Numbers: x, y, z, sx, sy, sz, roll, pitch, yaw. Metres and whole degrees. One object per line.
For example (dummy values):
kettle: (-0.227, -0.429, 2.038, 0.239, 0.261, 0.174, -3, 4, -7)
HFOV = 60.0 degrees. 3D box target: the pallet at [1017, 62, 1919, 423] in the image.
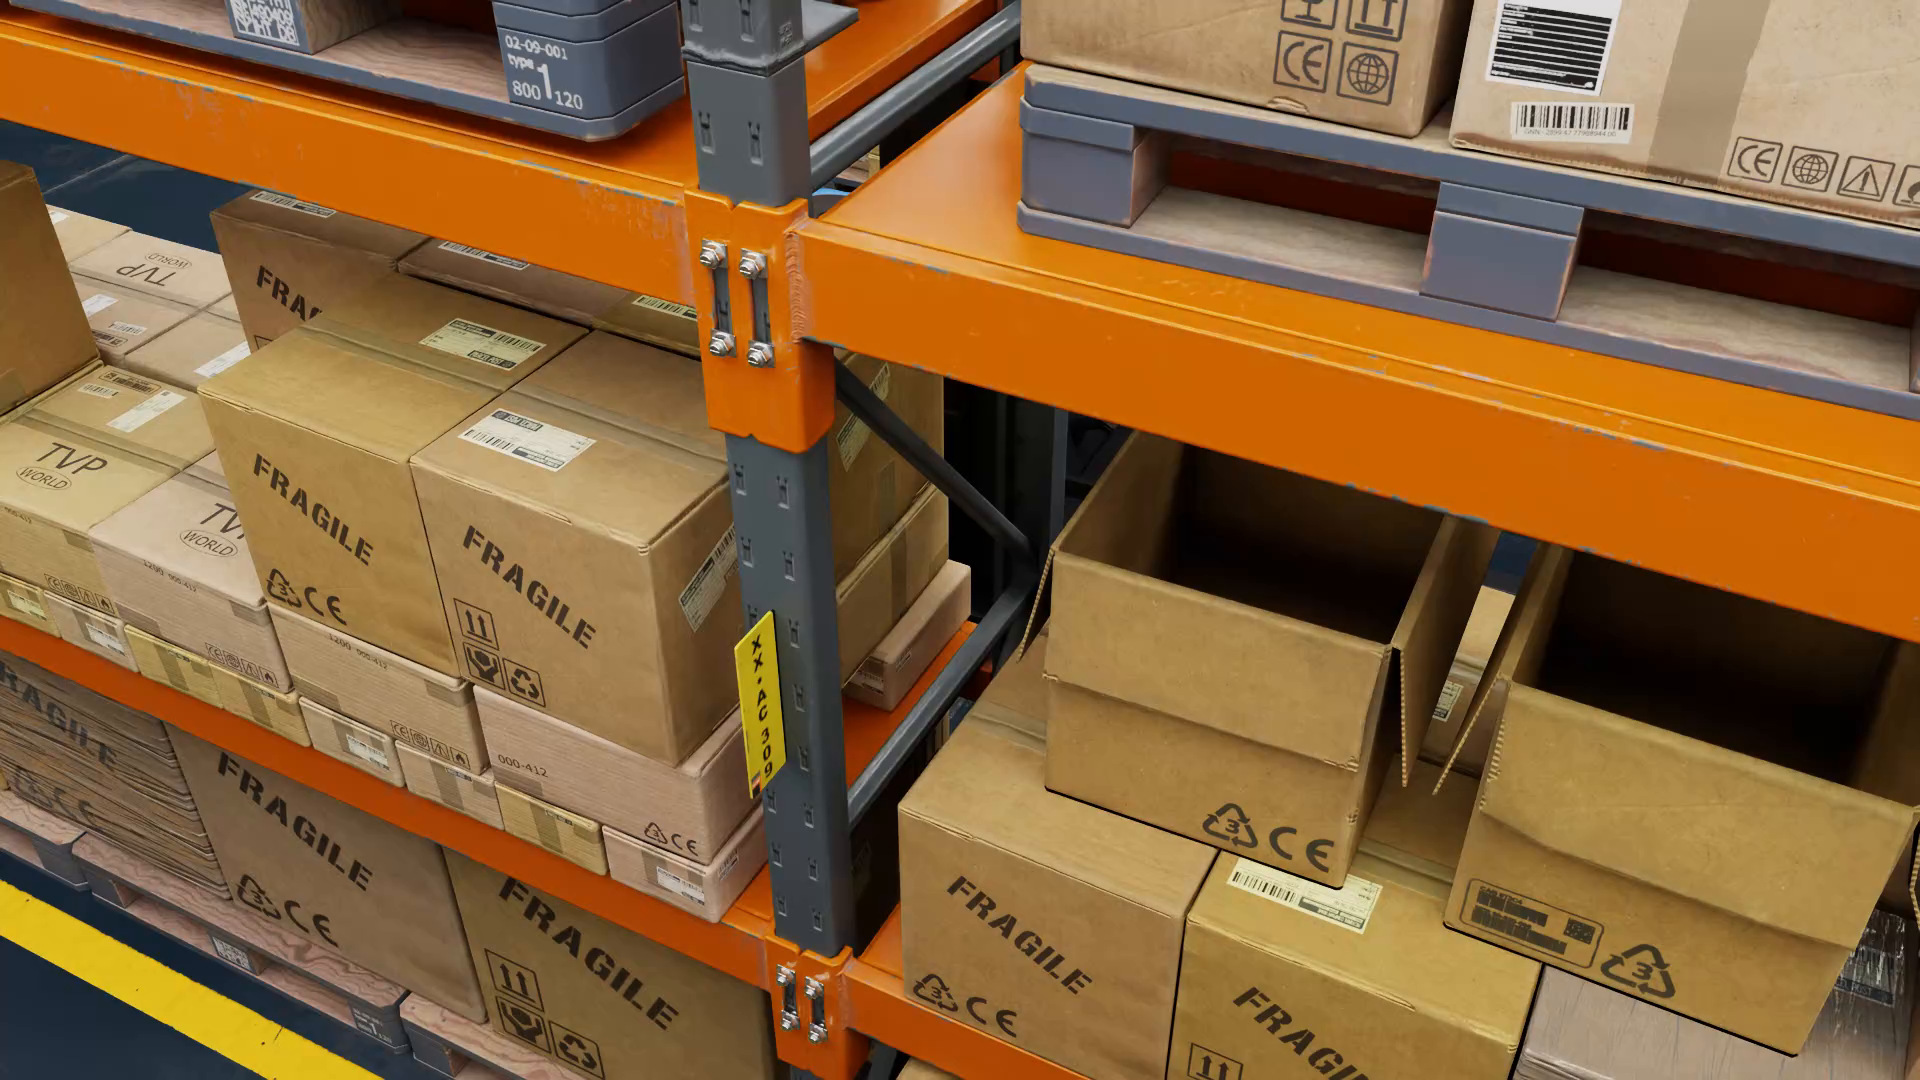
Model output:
pallet: (0.776, -0.547, 2.167, 1.217, 0.209, 0.805, 16, 40, 20)

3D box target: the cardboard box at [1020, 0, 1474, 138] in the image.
cardboard box: (0.458, -0.902, 2.047, 0.500, 0.500, 0.700, 18, 41, 23)

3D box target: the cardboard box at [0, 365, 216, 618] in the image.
cardboard box: (-1.936, -0.124, 3.811, 0.500, 0.250, 0.500, 17, 40, 21)

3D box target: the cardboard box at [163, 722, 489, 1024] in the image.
cardboard box: (-1.410, 0.546, 4.460, 0.875, 0.875, 0.875, 17, 41, 21)

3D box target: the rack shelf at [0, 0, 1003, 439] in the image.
rack shelf: (-1.837, -1.121, 3.360, 4.000, 0.370, 1.077, 17, 41, 21)

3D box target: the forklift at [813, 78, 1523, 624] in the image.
forklift: (0.570, -1.005, 5.149, 3.031, 2.935, 1.130, 16, 40, 20)

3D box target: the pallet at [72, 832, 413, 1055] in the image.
pallet: (-1.788, 0.862, 4.940, 1.213, 0.211, 1.003, 17, 41, 21)

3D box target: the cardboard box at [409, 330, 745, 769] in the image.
cardboard box: (-0.592, 0.002, 3.024, 0.500, 0.500, 0.500, 19, 41, 23)

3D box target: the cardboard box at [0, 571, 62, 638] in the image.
cardboard box: (-2.083, 0.034, 3.932, 0.250, 0.149, 0.380, 16, 40, 20)

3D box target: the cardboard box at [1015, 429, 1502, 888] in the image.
cardboard box: (0.510, 0.077, 2.755, 0.637, 0.503, 0.797, 16, 40, 20)

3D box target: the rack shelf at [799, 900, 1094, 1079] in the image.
rack shelf: (1.715, 1.186, 2.801, 4.000, 0.370, 1.077, 17, 41, 21)

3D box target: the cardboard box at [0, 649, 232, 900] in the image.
cardboard box: (-2.200, 0.298, 4.786, 0.875, 0.875, 0.875, 17, 41, 21)

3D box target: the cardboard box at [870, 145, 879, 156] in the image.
cardboard box: (-0.242, -2.014, 8.186, 0.250, 0.149, 0.380, 19, 41, 23)

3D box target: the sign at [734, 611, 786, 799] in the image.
sign: (-0.315, 0.266, 2.638, 0.005, 0.325, 0.100, 17, 41, 21)

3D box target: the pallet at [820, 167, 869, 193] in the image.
pallet: (-0.470, -2.027, 8.746, 1.213, 0.211, 1.003, 17, 41, 21)

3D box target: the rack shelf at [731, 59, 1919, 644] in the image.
rack shelf: (1.715, -0.009, 1.895, 4.000, 0.370, 1.077, 17, 41, 21)

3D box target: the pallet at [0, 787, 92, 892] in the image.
pallet: (-2.867, 0.522, 5.387, 1.213, 0.211, 1.003, 17, 41, 21)

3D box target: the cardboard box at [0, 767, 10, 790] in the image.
cardboard box: (-3.008, 0.045, 5.119, 0.875, 0.875, 0.875, 17, 41, 21)

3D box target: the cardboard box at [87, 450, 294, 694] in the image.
cardboard box: (-1.488, 0.019, 3.623, 0.500, 0.250, 0.500, 18, 41, 22)

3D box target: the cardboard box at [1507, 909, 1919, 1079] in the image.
cardboard box: (1.123, 0.845, 2.574, 0.500, 0.500, 0.500, 16, 40, 20)

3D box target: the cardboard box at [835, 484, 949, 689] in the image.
cardboard box: (-0.358, 0.014, 3.629, 0.500, 0.250, 0.500, 17, 40, 21)

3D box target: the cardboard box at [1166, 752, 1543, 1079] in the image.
cardboard box: (0.679, 0.705, 2.757, 0.500, 0.500, 0.500, 17, 41, 22)

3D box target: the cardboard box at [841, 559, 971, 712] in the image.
cardboard box: (-0.171, 0.183, 3.736, 0.250, 0.149, 0.380, 17, 41, 22)

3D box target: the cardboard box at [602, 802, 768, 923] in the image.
cardboard box: (-0.483, 0.535, 3.272, 0.250, 0.149, 0.380, 18, 41, 22)

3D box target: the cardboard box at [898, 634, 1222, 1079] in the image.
cardboard box: (0.232, 0.566, 2.941, 0.500, 0.500, 0.500, 18, 41, 22)

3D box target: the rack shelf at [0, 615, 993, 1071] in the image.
rack shelf: (-1.837, 0.074, 4.267, 4.000, 0.370, 1.077, 17, 41, 21)

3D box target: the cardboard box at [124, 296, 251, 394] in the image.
cardboard box: (-1.694, -0.410, 4.187, 0.500, 0.250, 0.500, 17, 41, 22)

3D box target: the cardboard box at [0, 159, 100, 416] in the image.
cardboard box: (-2.404, -0.568, 3.775, 0.500, 0.500, 0.500, 16, 40, 20)

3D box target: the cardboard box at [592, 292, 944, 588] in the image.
cardboard box: (-0.369, -0.284, 3.401, 0.500, 0.500, 0.500, 17, 41, 21)

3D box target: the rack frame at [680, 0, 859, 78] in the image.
rack frame: (-0.061, -2.046, 1.503, 0.127, 3.000, 1.000, 17, 41, 21)

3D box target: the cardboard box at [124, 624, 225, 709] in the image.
cardboard box: (-1.624, 0.178, 3.743, 0.250, 0.149, 0.380, 17, 40, 21)

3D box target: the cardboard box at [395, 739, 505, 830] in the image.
cardboard box: (-0.939, 0.392, 3.461, 0.250, 0.149, 0.380, 17, 40, 21)

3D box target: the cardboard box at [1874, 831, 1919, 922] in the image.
cardboard box: (1.383, 0.570, 2.936, 0.500, 0.500, 0.500, 17, 40, 21)

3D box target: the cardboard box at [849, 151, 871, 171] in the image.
cardboard box: (-0.431, -2.024, 8.445, 0.250, 0.149, 0.380, 18, 41, 22)

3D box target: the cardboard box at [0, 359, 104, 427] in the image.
cardboard box: (-2.402, -0.266, 3.998, 0.500, 0.250, 0.500, 16, 40, 20)

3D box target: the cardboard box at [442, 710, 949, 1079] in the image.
cardboard box: (-0.610, 0.796, 4.130, 0.875, 0.875, 0.875, 17, 41, 21)

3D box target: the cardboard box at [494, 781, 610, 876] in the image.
cardboard box: (-0.712, 0.463, 3.367, 0.250, 0.149, 0.380, 18, 41, 22)

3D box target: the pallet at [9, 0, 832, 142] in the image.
pallet: (-0.783, -1.049, 2.744, 1.213, 0.211, 1.003, 17, 41, 21)

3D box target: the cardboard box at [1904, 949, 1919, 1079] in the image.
cardboard box: (1.673, 0.439, 2.279, 0.637, 0.503, 0.797, 19, 41, 23)

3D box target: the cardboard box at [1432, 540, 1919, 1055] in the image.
cardboard box: (1.114, 0.274, 2.495, 0.637, 0.503, 0.797, 18, 41, 22)

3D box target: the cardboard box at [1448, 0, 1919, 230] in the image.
cardboard box: (0.872, -0.630, 1.844, 0.500, 0.311, 0.500, 16, 40, 20)

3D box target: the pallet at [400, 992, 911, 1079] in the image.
pallet: (-0.700, 1.201, 4.494, 1.213, 0.211, 1.003, 17, 41, 21)

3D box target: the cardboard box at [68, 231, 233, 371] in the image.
cardboard box: (-2.159, -0.552, 4.375, 0.500, 0.250, 0.500, 16, 40, 20)

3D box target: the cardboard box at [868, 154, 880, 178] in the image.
cardboard box: (-0.254, -1.894, 8.274, 0.250, 0.149, 0.380, 18, 41, 22)

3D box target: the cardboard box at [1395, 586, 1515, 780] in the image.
cardboard box: (0.916, 0.428, 3.122, 0.500, 0.500, 0.500, 19, 41, 23)

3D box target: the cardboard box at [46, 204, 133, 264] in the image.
cardboard box: (-2.611, -0.694, 4.561, 0.500, 0.250, 0.500, 17, 40, 21)

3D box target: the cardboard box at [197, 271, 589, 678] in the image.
cardboard box: (-1.035, -0.140, 3.211, 0.500, 0.500, 0.500, 18, 41, 22)

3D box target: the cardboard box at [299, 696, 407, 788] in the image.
cardboard box: (-1.168, 0.320, 3.555, 0.250, 0.149, 0.380, 18, 41, 22)

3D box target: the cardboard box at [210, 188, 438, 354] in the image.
cardboard box: (-1.267, -0.568, 3.775, 0.500, 0.500, 0.500, 16, 40, 20)

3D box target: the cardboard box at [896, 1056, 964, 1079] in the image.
cardboard box: (0.516, 1.190, 3.612, 0.875, 0.875, 1.225, 18, 41, 22)

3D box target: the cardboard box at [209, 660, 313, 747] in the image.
cardboard box: (-1.397, 0.249, 3.649, 0.250, 0.149, 0.380, 18, 41, 22)

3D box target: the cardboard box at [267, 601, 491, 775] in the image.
cardboard box: (-1.035, 0.160, 3.436, 0.500, 0.250, 0.500, 19, 41, 23)

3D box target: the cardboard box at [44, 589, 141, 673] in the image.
cardboard box: (-1.849, 0.106, 3.837, 0.250, 0.149, 0.380, 18, 41, 22)

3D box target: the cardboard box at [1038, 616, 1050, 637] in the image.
cardboard box: (0.480, 0.287, 3.308, 0.500, 0.500, 0.500, 18, 41, 22)

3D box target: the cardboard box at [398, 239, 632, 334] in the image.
cardboard box: (-0.803, -0.425, 3.587, 0.500, 0.500, 0.500, 17, 41, 21)

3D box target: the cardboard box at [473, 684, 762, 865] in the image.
cardboard box: (-0.574, 0.303, 3.248, 0.500, 0.250, 0.500, 17, 40, 21)

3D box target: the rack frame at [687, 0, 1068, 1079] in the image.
rack frame: (-0.061, 0.344, 3.317, 0.127, 3.000, 1.000, 17, 41, 21)
